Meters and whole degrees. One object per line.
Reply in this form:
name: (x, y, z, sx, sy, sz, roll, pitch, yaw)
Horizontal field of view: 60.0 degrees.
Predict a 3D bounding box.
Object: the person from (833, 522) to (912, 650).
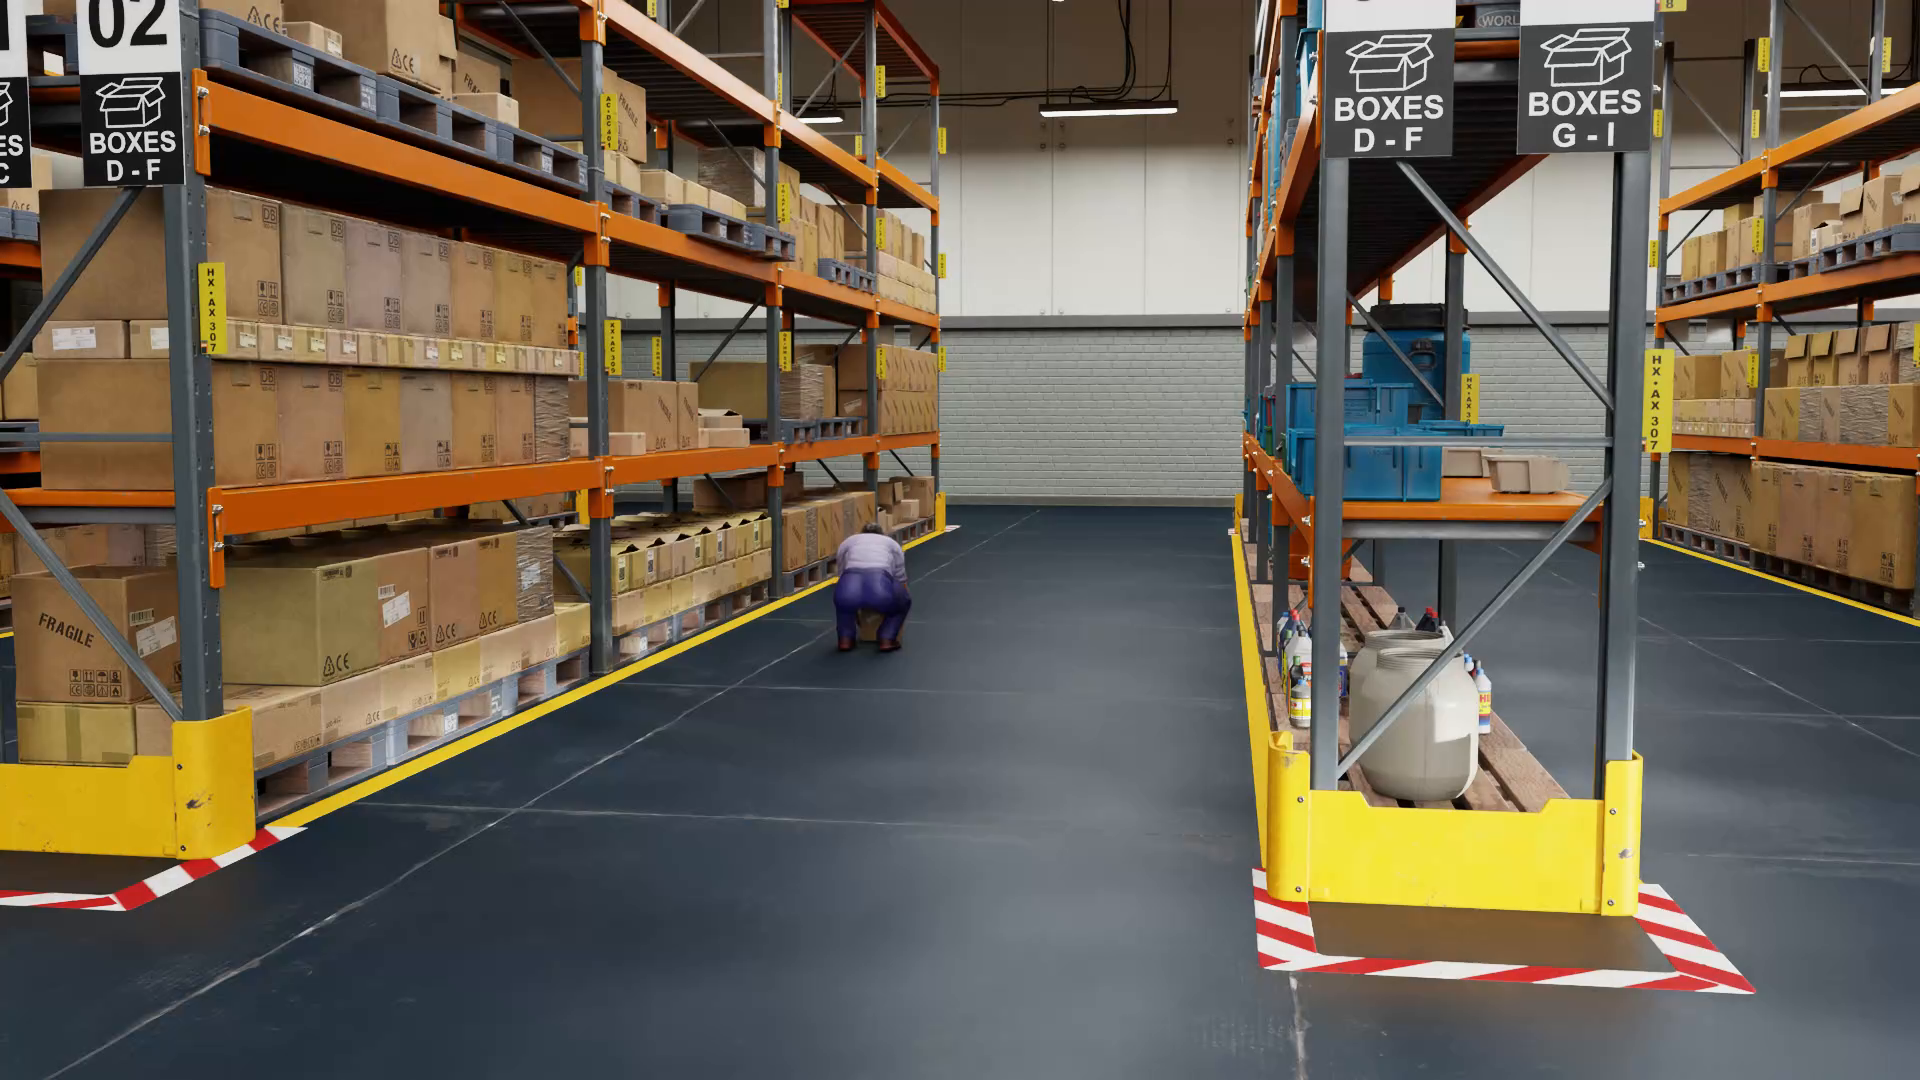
person: (-0.605, 0.313, 11.271, 0.527, 0.831, 0.831, 1, 5, 9)
